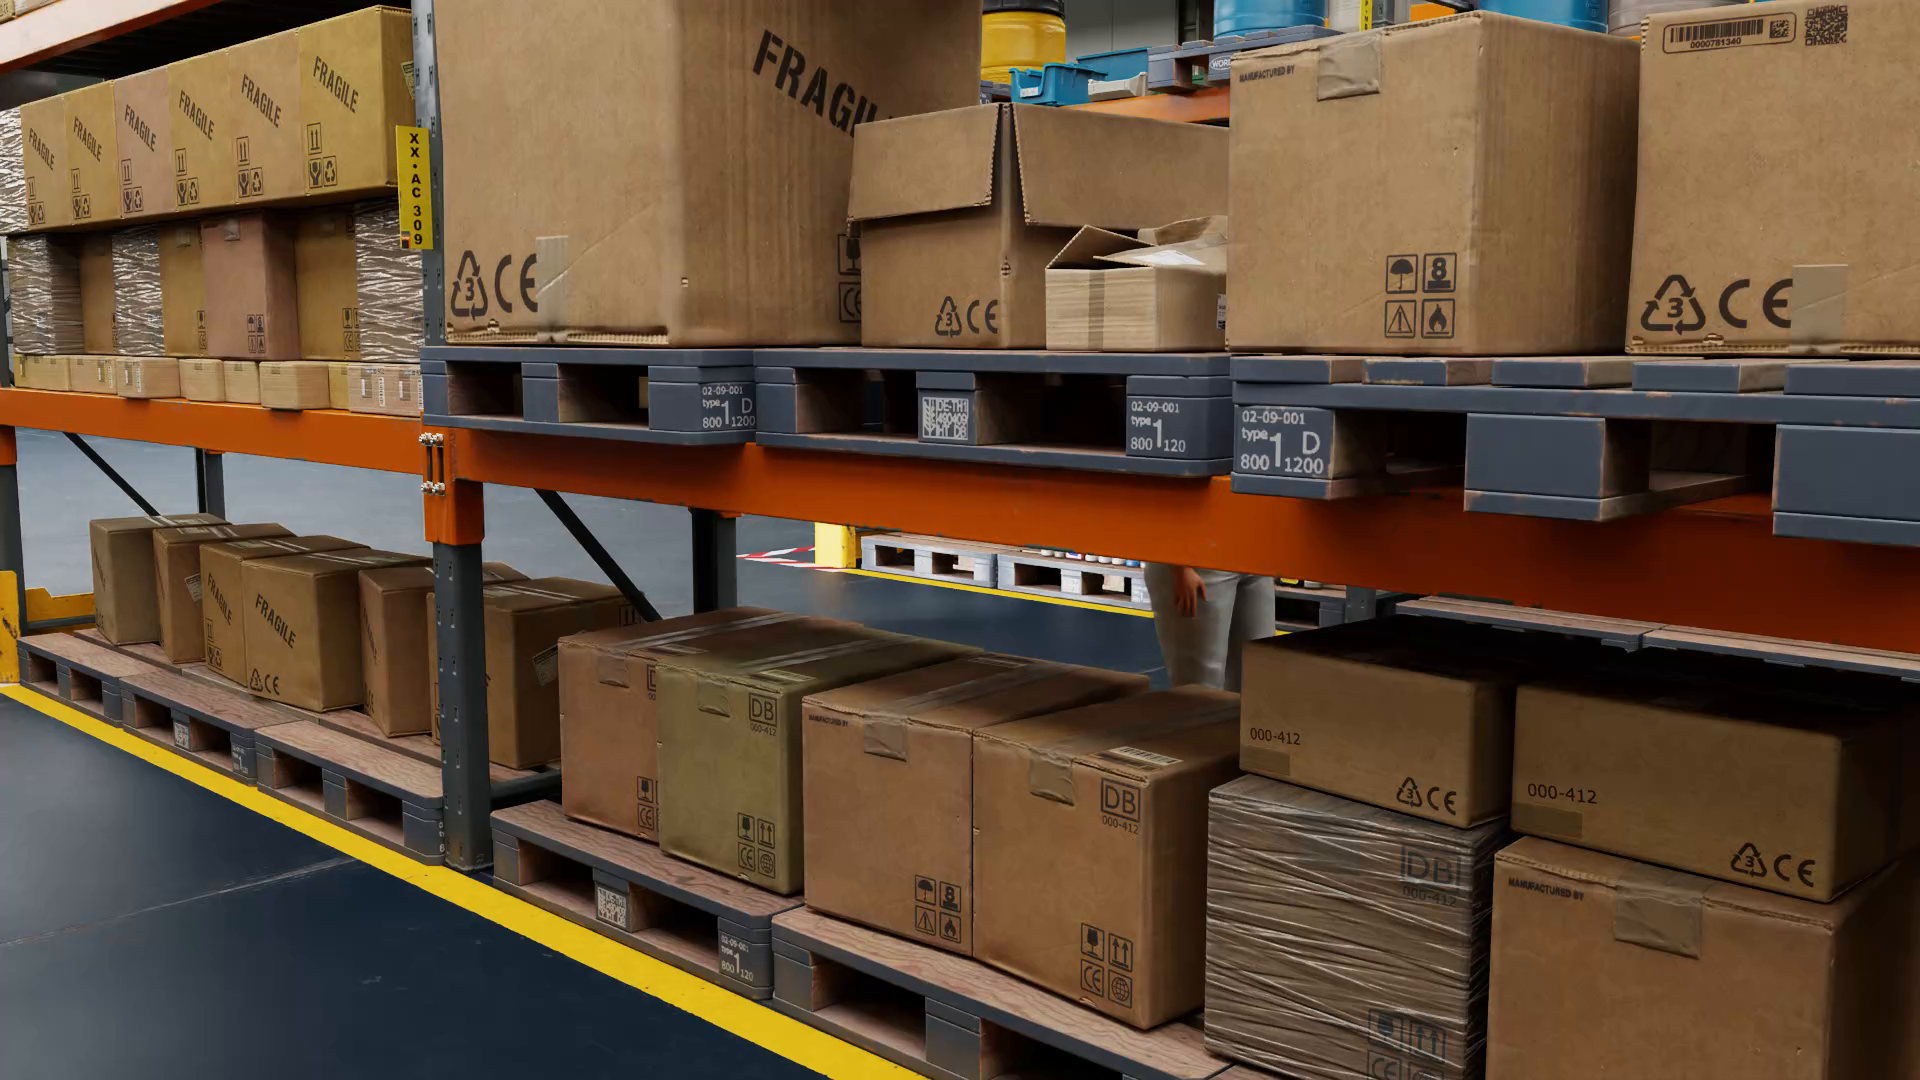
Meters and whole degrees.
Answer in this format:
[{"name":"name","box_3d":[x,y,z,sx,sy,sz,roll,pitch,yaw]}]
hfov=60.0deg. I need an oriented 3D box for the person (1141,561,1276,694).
[{"name":"person","box_3d":[0.798,0.084,5.075,0.469,1.665,0.546,6,9,41]}]
